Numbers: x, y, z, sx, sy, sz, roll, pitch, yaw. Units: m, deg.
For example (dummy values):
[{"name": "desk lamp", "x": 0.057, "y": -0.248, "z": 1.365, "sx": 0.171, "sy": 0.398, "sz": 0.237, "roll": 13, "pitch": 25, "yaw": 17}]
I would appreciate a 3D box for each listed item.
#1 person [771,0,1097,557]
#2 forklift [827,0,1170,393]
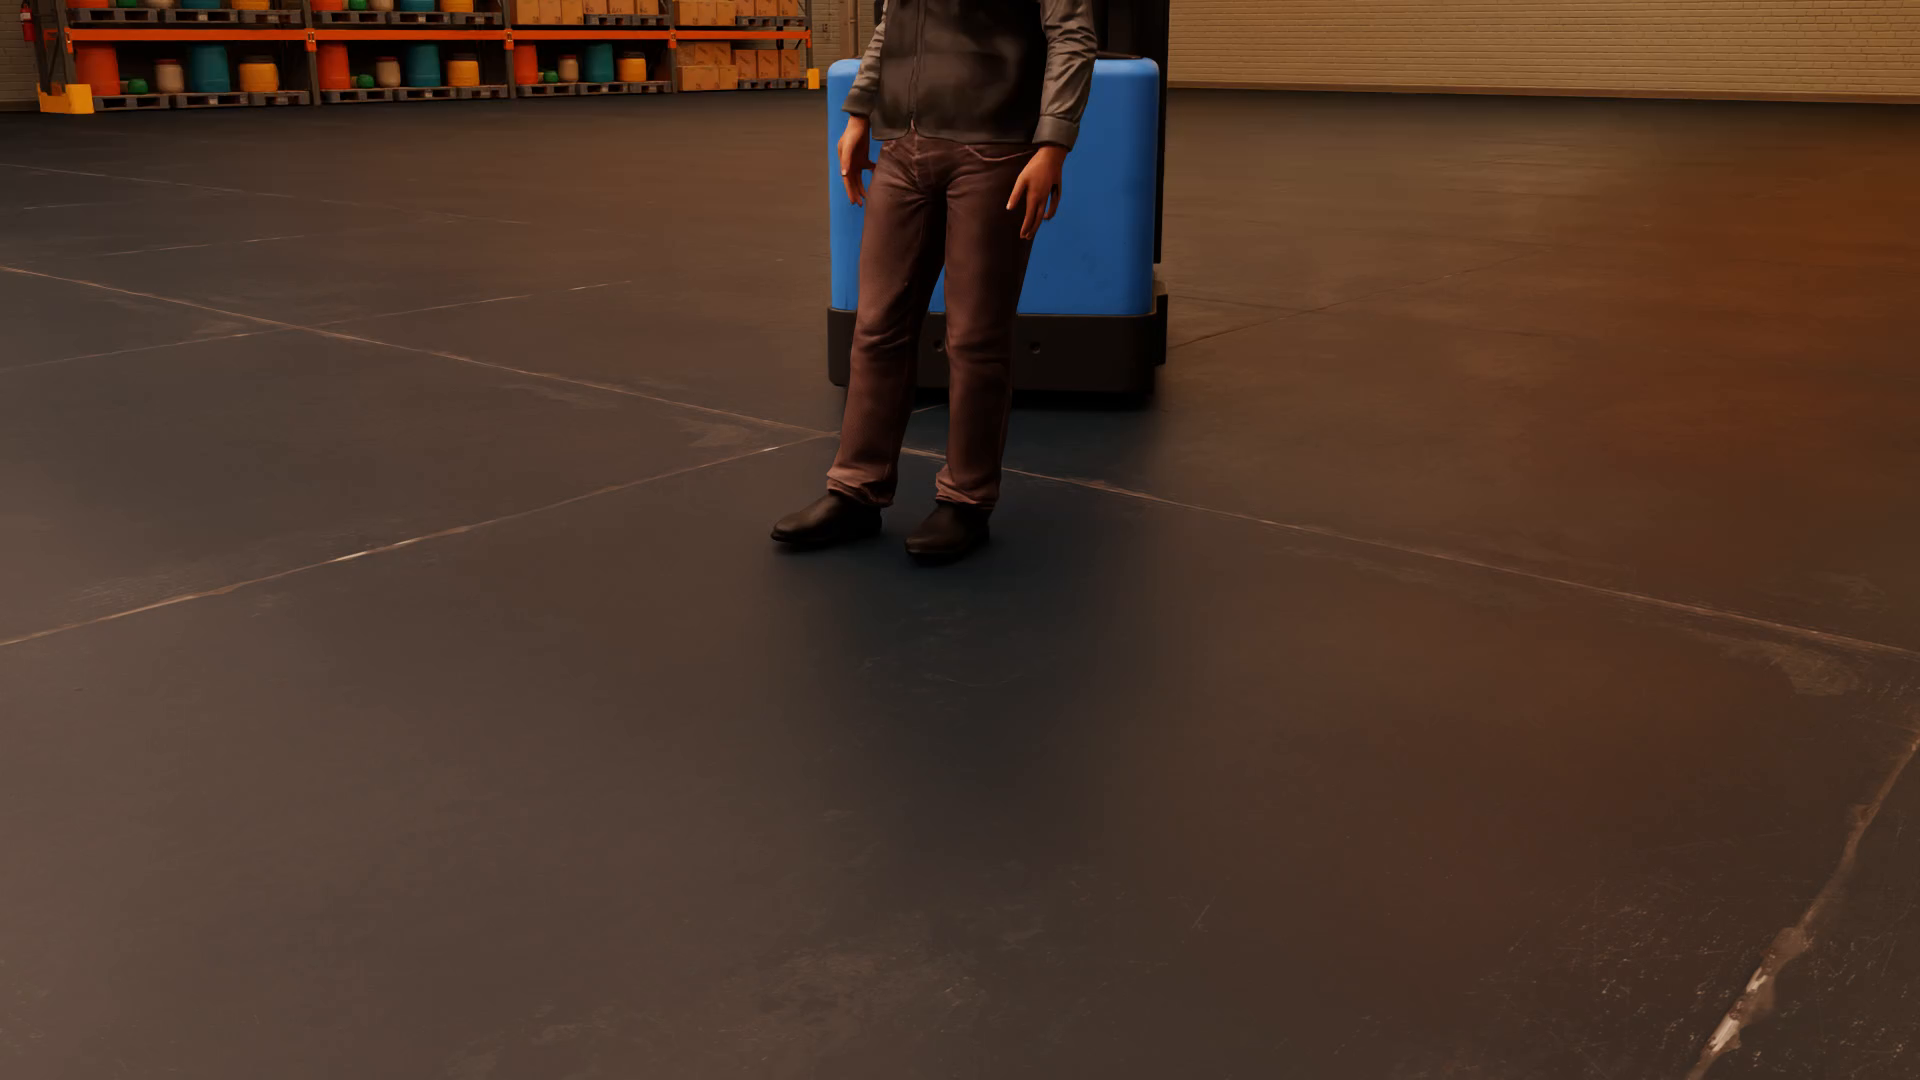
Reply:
[{"name": "person", "x": -0.046, "y": -0.818, "z": 3.648, "sx": 0.634, "sy": 1.722, "sz": 0.566, "roll": 13, "pitch": 21, "yaw": 37}, {"name": "forklift", "x": 0.255, "y": -2.247, "z": 6.297, "sx": 1.130, "sy": 2.935, "sz": 3.031, "roll": 2, "pitch": 17, "yaw": 6}]
